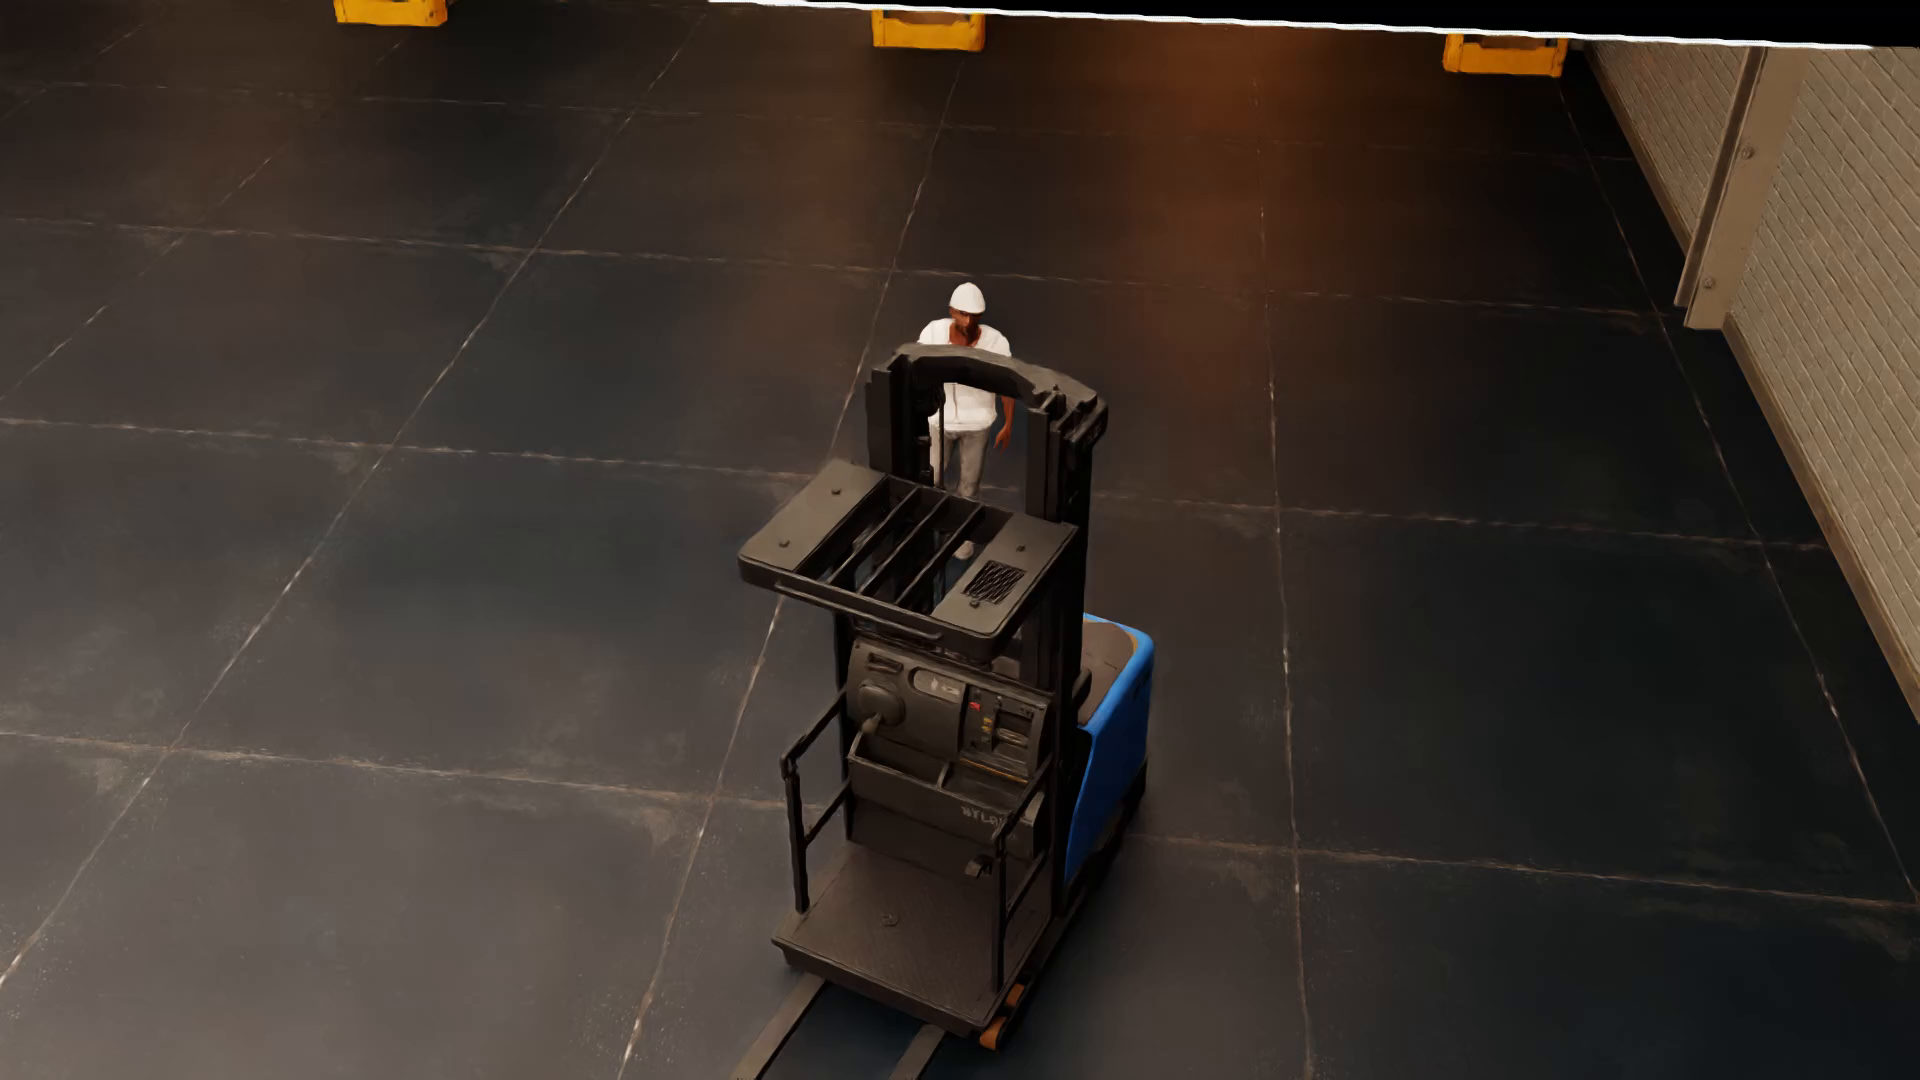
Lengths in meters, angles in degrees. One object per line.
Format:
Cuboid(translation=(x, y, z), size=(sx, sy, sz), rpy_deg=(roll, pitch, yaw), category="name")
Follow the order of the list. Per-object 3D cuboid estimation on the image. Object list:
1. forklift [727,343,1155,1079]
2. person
Cuboid(translation=(-0.159, 0.789, 6.960), size=(1.130, 2.935, 3.031), rpy_deg=(17, 40, 21), category="forklift")
Cuboid(translation=(-0.004, -0.746, 9.962), size=(0.665, 1.707, 0.419), rpy_deg=(4, 37, 6), category="person")
